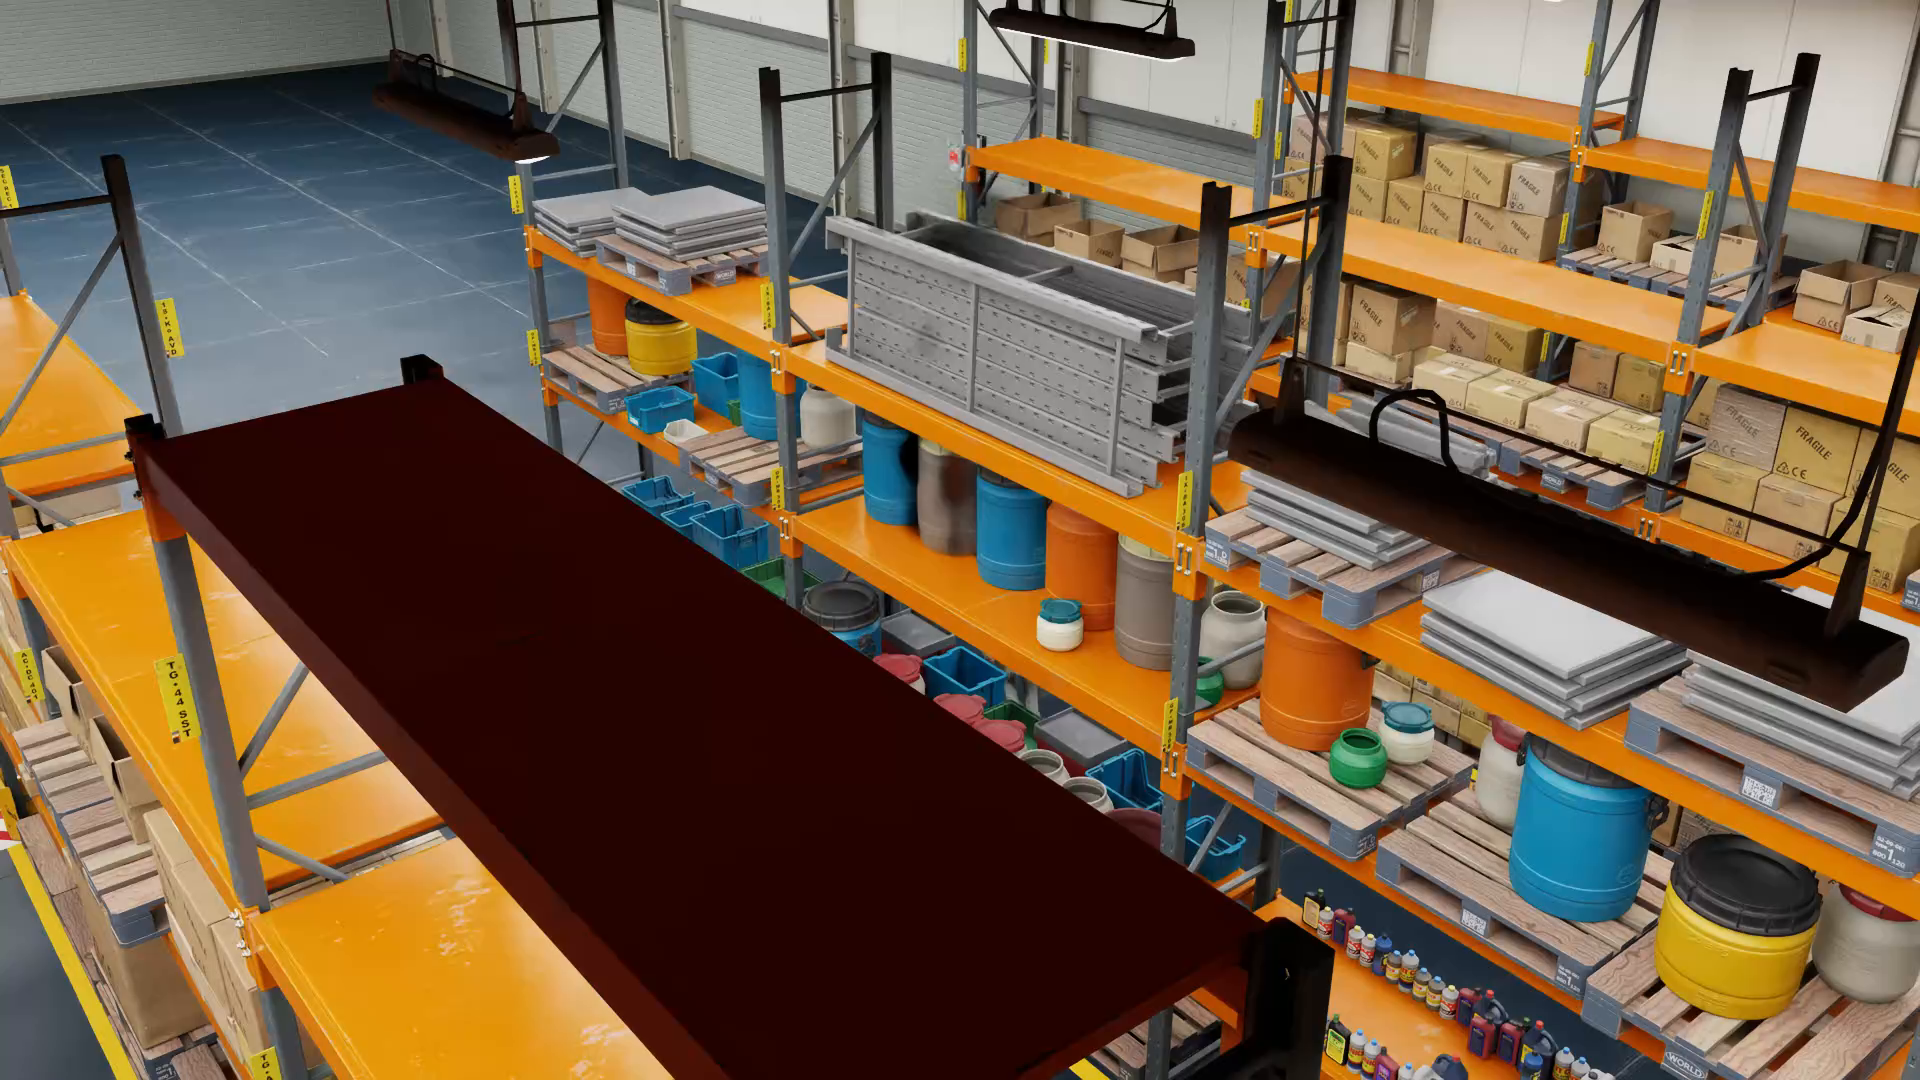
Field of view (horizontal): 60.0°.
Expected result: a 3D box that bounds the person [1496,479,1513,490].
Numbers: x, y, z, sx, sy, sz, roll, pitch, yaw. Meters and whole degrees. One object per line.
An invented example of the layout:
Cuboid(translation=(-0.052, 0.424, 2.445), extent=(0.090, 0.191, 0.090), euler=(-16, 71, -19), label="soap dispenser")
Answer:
Cuboid(translation=(5.138, 0.151, 16.097), extent=(0.761, 1.698, 0.627), euler=(23, 34, 39), label="person")

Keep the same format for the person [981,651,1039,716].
Cuboid(translation=(0.462, 1.046, 14.315), extent=(0.582, 1.536, 0.534), euler=(-1, 26, -2), label="person")
